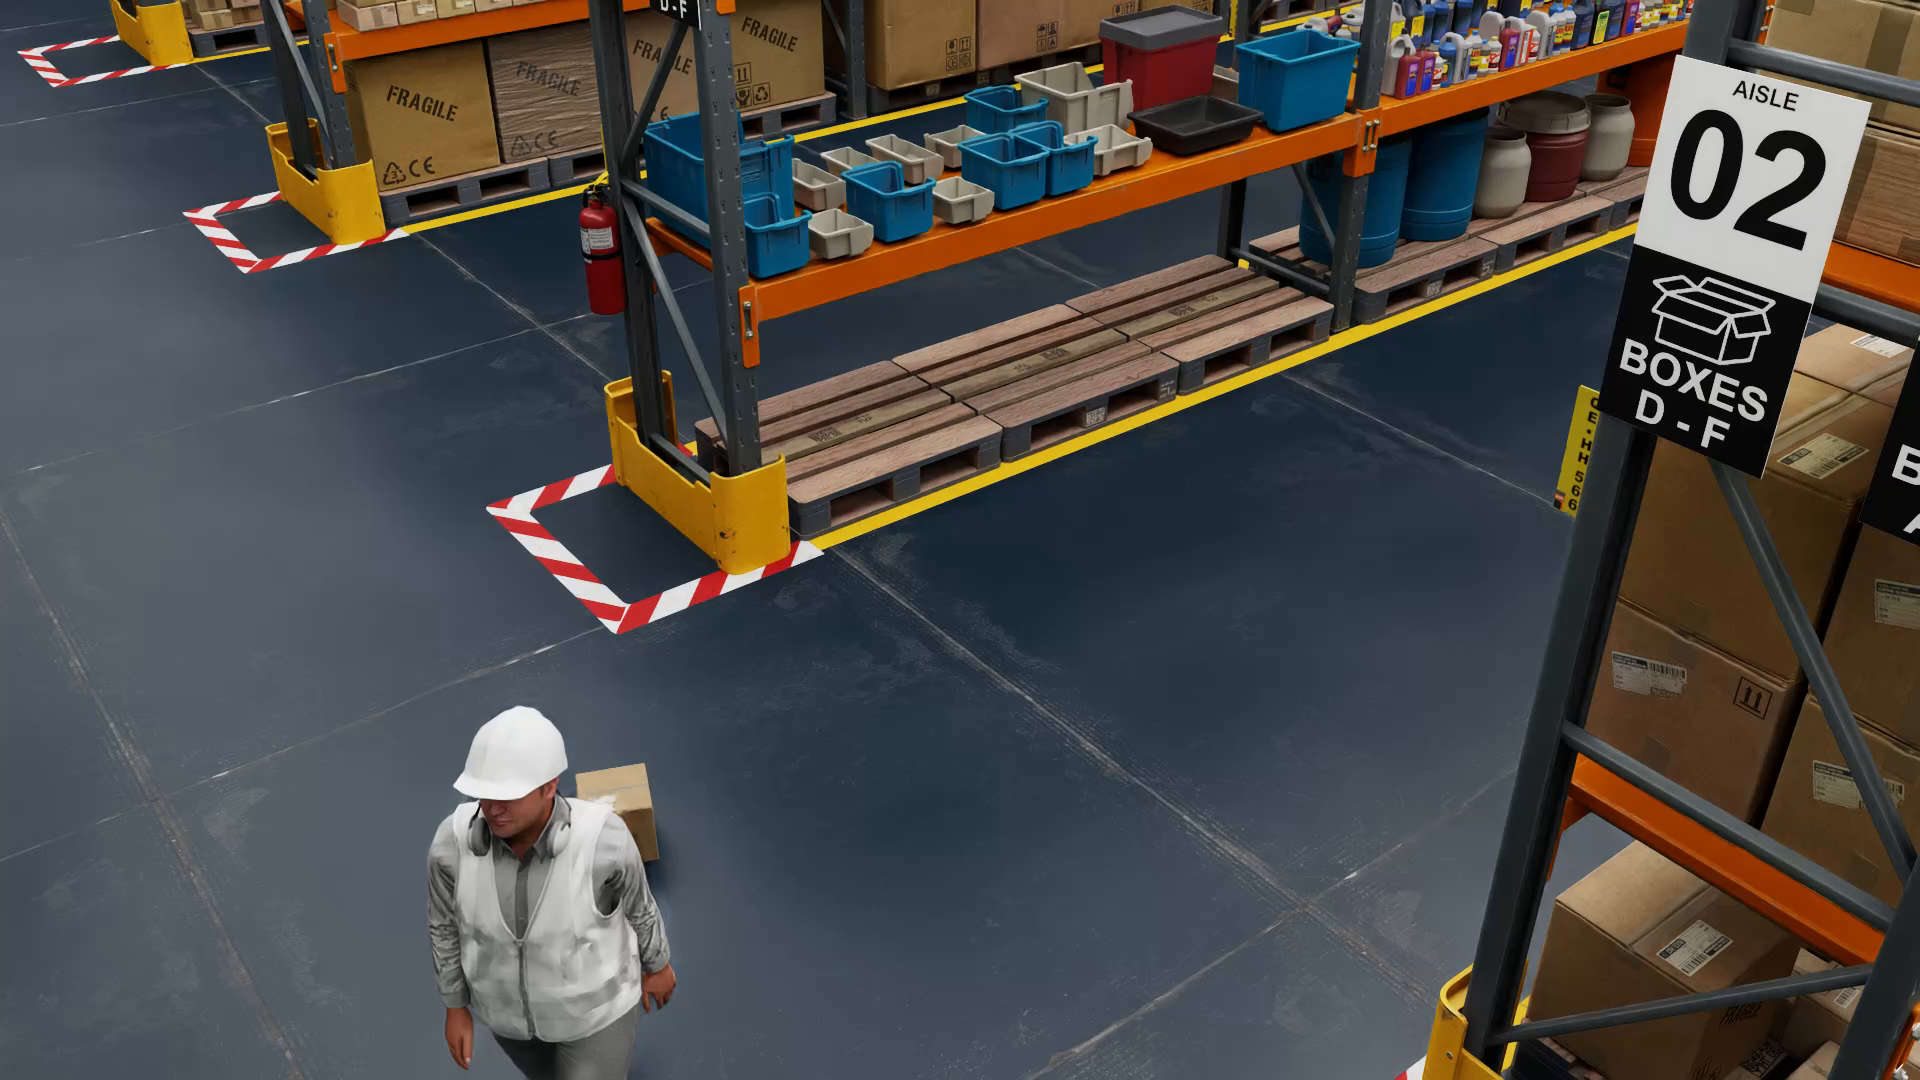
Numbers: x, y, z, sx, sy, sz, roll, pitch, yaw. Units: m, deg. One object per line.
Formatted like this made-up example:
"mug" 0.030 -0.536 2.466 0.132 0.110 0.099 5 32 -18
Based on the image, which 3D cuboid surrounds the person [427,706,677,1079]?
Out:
"person" -1.050 1.140 4.293 0.552 1.727 1.026 4 32 7
